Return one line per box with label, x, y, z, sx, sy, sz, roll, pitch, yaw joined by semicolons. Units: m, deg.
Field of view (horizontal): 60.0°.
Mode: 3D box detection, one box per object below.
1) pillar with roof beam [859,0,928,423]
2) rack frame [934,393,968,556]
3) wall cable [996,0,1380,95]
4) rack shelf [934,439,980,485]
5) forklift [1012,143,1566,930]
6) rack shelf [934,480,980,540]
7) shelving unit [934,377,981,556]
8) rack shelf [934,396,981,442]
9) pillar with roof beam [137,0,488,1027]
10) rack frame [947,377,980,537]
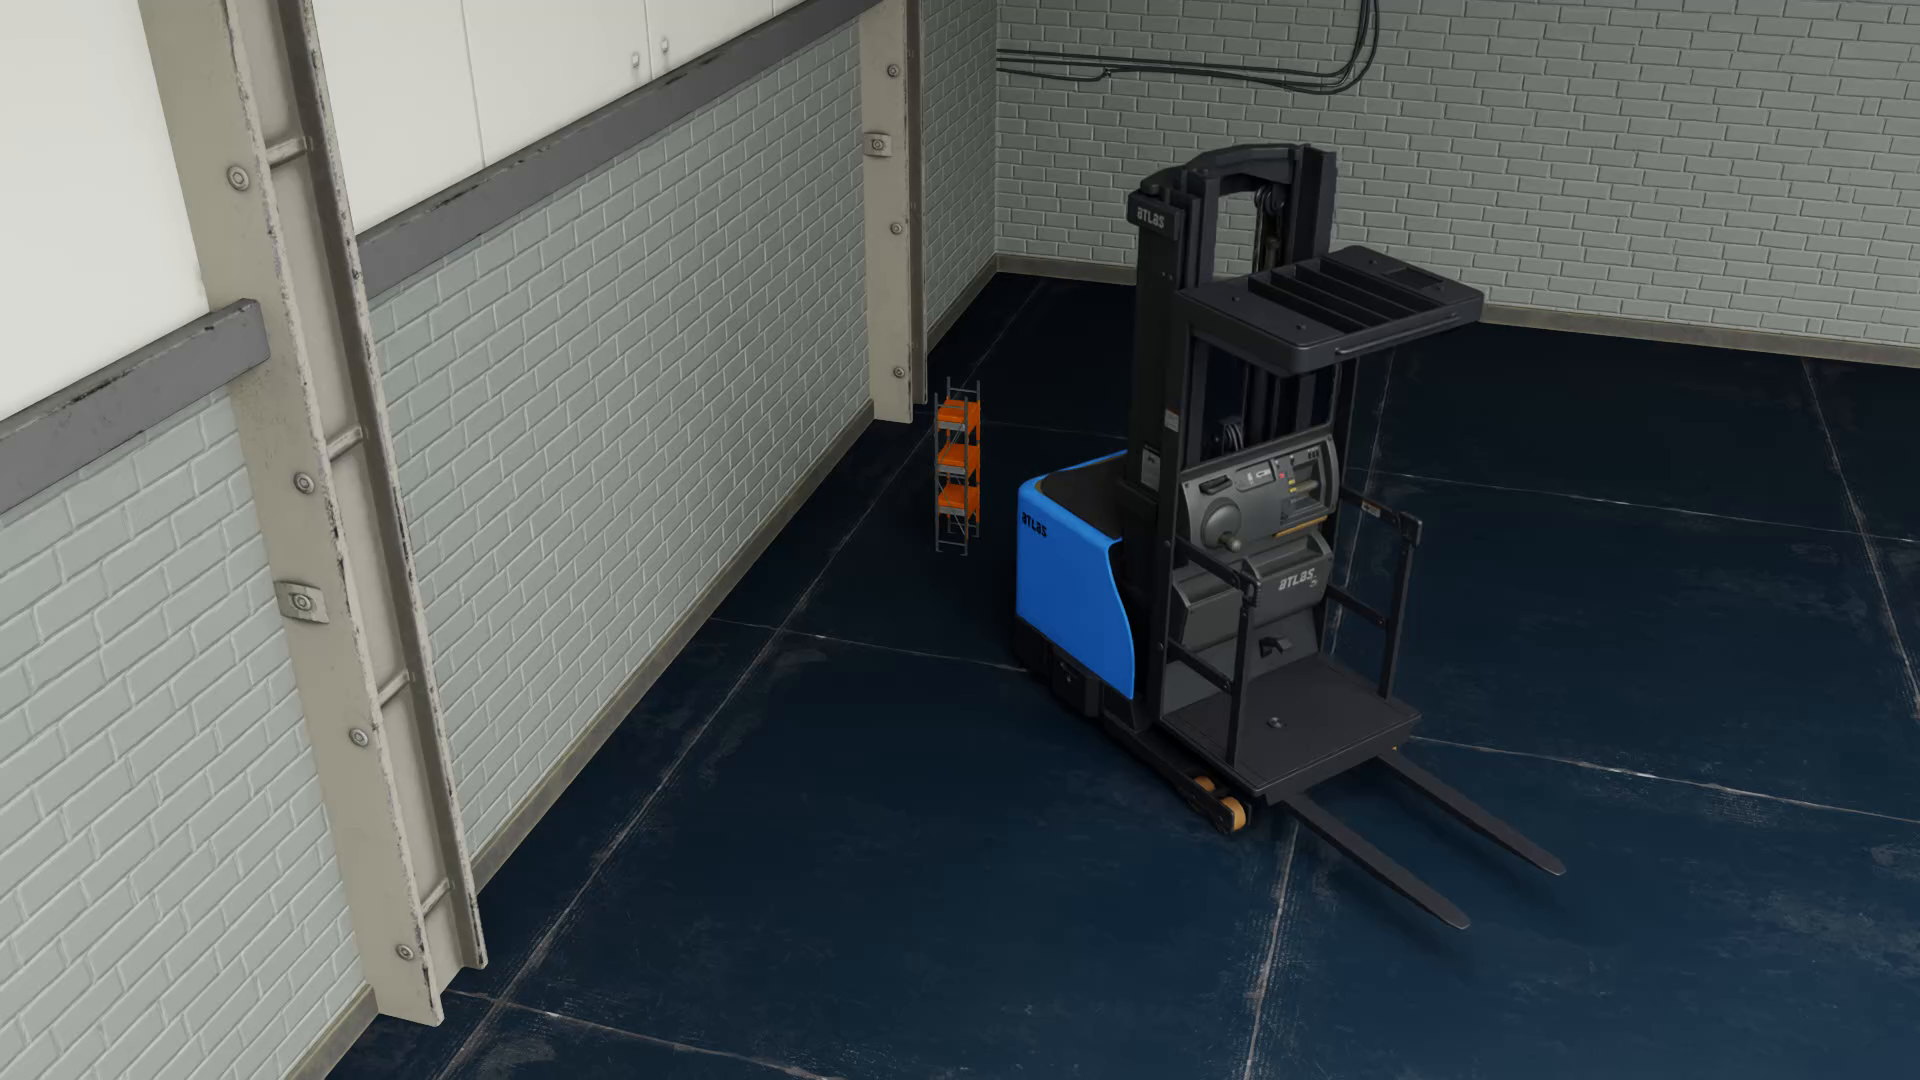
pillar with roof beam;3.677;-4.254;8.640;9.100;9.000;0.400;8;30;15
rack frame;-0.051;-0.377;9.848;0.200;1.050;0.008;8;30;15
wall cable;1.691;-4.691;12.621;3.097;2.526;0.112;8;30;15
rack shelf;-0.016;-0.425;9.955;0.215;0.259;0.240;8;30;15
forklift;1.517;-0.175;7.549;1.130;2.935;3.031;-18;34;-29
rack shelf;-0.016;-0.182;10.090;0.215;0.259;0.240;8;30;15
shelving unit;-0.016;-0.434;9.950;0.215;1.050;0.252;8;30;15
rack shelf;-0.016;-0.673;9.817;0.215;0.259;0.240;8;30;15
pillar with roof beam;1.916;-1.465;3.628;9.100;9.000;0.400;8;30;15
rack frame;0.020;-0.491;10.052;0.200;1.050;0.008;8;30;15
